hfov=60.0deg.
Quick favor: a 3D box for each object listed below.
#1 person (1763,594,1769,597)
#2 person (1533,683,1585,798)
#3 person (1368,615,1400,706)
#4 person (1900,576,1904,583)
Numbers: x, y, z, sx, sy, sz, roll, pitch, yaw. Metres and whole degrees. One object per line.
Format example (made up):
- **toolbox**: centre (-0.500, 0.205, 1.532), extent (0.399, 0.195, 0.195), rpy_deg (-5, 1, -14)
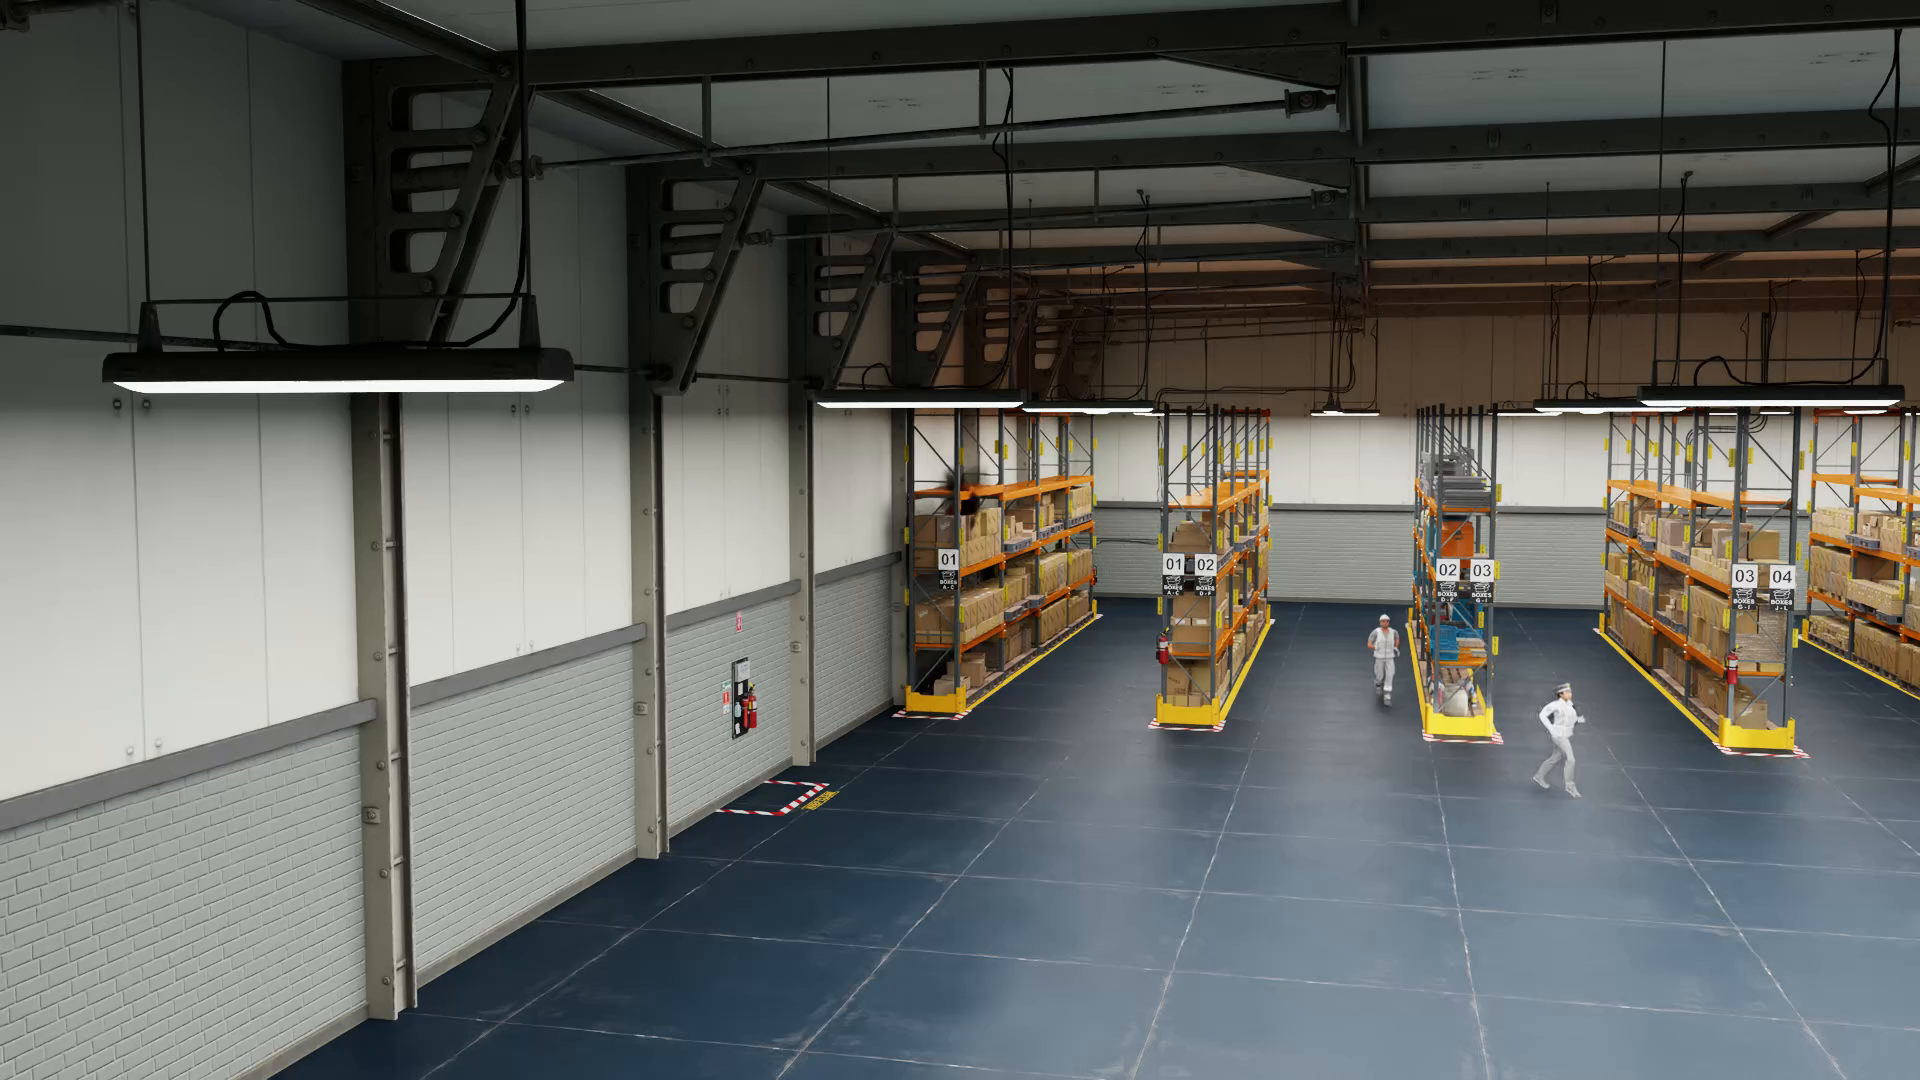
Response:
- **person**: centre (20.194, 1.865, 41.218), extent (0.707, 1.756, 0.803), rpy_deg (1, 4, 19)
- **person**: centre (9.185, 3.032, 25.426), extent (0.789, 1.748, 0.587), rpy_deg (4, 6, 43)
- **person**: centre (8.513, 2.382, 33.360), extent (0.654, 1.776, 0.985), rpy_deg (0, 4, 5)
- **person**: centre (23.877, 1.769, 42.278), extent (0.661, 1.777, 0.922), rpy_deg (0, 4, 5)
